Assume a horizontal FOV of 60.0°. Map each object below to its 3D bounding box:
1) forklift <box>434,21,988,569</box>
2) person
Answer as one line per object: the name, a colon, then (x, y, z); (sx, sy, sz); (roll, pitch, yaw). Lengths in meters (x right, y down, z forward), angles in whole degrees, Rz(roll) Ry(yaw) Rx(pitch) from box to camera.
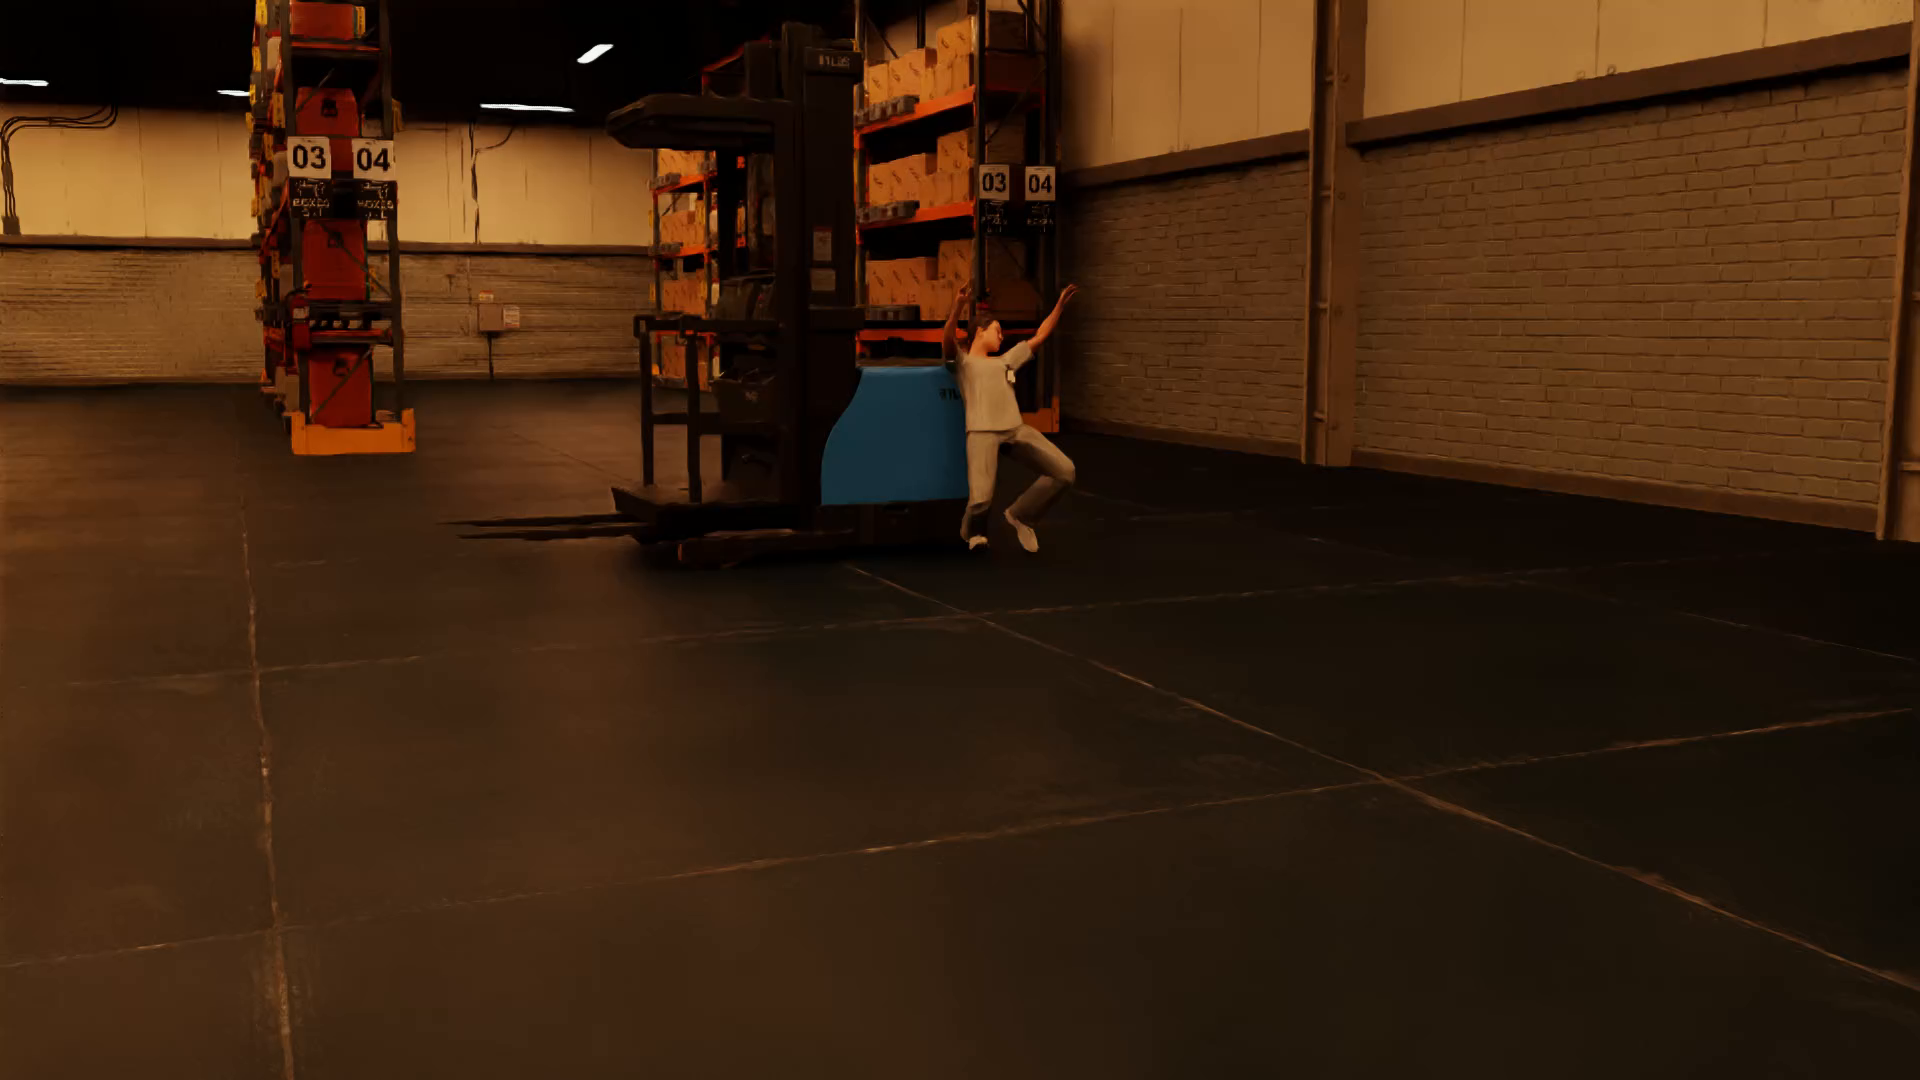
forklift: (-1.397, -1.376, 9.377); (3.031, 2.935, 1.130); (-3, 8, -25)
person: (0.268, -0.688, 9.495); (0.850, 1.537, 0.729); (-4, 8, -26)
